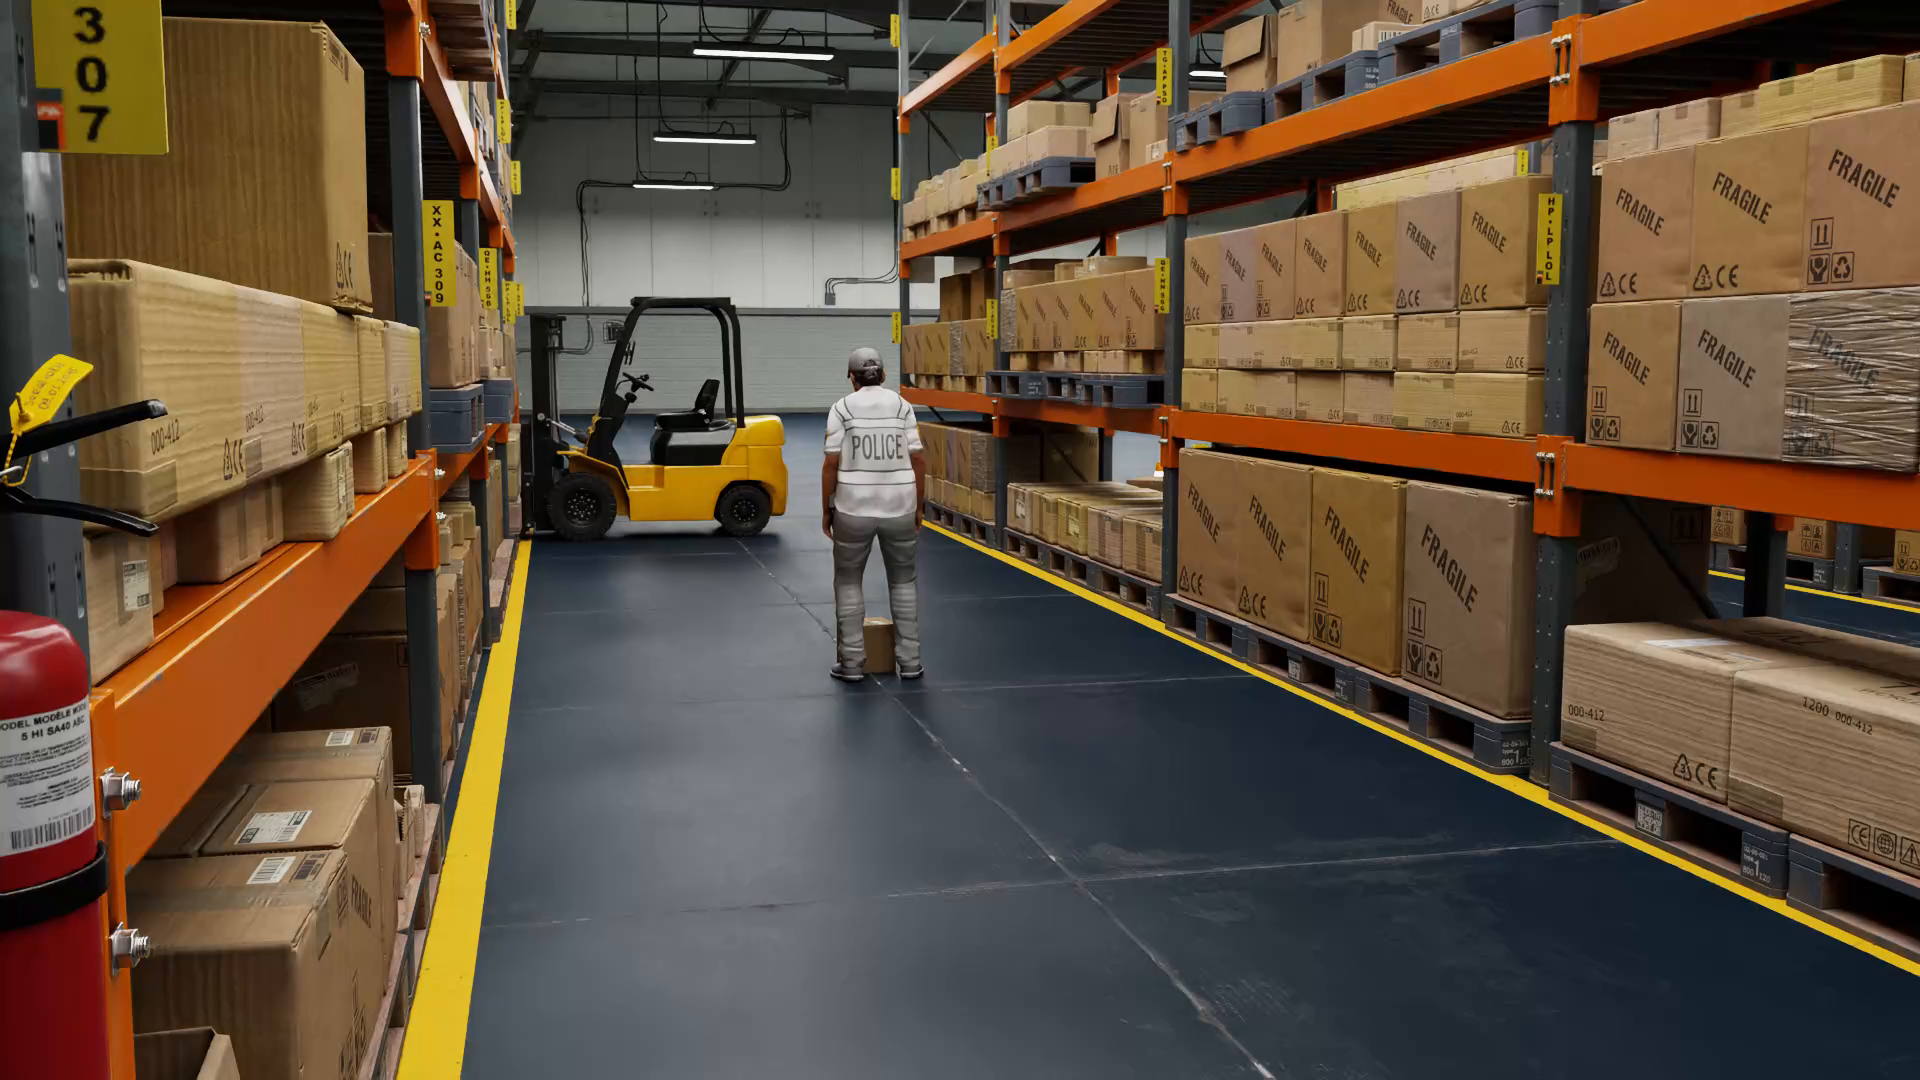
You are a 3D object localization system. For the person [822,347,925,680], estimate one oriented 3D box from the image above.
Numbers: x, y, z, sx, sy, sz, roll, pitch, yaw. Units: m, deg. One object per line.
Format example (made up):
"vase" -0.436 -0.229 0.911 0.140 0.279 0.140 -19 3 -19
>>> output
"person" -0.435 -0.132 8.365 0.537 1.666 0.454 -1 6 -13
